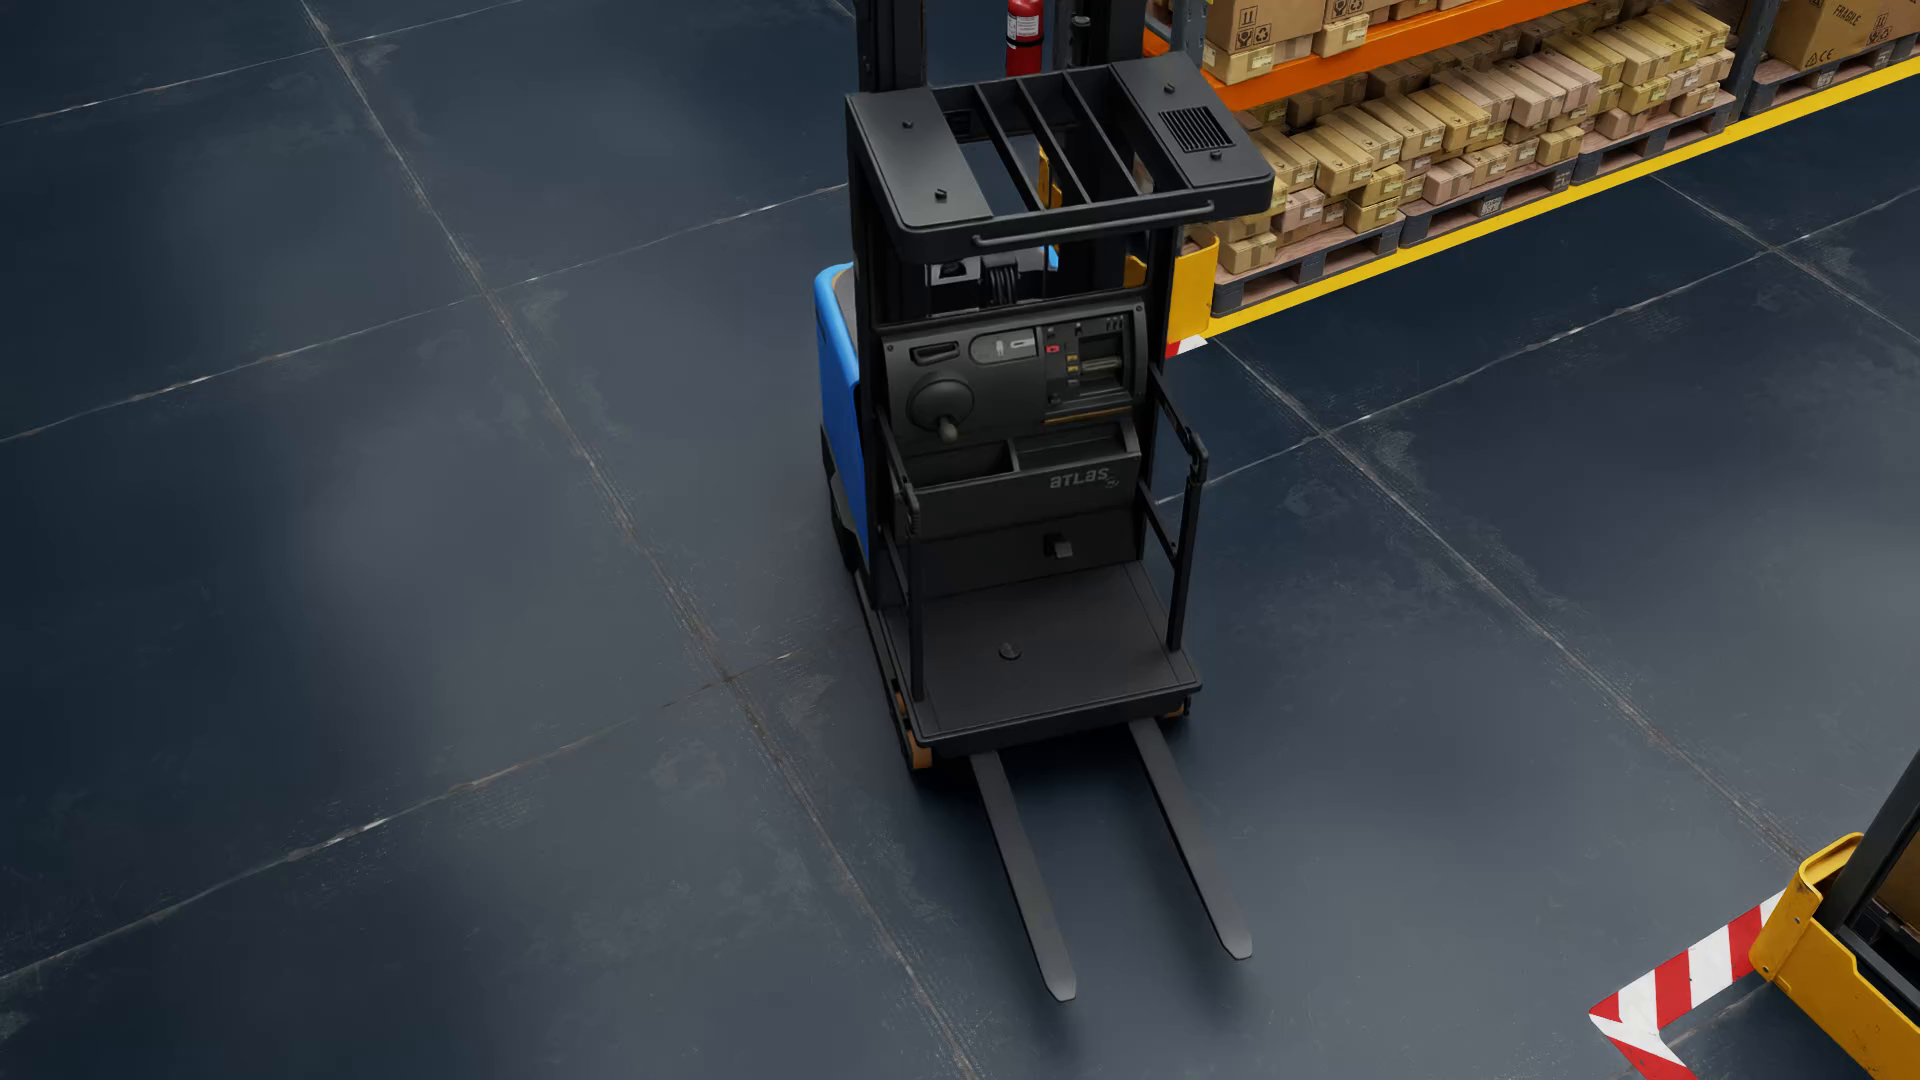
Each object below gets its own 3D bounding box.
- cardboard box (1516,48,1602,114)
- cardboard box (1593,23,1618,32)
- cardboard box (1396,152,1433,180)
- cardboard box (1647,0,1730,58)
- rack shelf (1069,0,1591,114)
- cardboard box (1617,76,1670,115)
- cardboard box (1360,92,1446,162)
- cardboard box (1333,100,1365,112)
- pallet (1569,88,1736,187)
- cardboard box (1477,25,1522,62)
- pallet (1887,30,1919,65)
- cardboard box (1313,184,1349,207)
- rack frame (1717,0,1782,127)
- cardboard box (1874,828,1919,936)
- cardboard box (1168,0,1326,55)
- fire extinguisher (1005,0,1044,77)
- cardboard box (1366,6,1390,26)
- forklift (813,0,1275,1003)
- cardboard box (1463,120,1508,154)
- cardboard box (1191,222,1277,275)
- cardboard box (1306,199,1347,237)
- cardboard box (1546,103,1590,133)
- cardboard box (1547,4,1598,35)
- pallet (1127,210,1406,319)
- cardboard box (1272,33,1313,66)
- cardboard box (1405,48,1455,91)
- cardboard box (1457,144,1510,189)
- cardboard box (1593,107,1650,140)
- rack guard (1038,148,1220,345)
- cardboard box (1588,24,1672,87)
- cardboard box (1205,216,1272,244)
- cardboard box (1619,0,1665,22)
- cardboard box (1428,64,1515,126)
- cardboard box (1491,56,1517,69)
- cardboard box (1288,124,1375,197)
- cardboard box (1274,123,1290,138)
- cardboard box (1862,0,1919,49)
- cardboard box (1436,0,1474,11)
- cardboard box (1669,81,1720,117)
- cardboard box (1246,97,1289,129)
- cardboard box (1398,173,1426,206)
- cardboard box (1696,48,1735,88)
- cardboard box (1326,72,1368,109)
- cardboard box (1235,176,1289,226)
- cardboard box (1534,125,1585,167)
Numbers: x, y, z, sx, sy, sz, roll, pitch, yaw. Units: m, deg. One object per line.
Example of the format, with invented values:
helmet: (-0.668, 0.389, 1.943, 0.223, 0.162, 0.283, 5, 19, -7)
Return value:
cardboard box: (3.179, -2.451, 8.869, 0.250, 0.149, 0.380, -24, 49, -23)
cardboard box: (3.576, -2.946, 9.593, 0.250, 0.149, 0.380, -21, 48, -21)
cardboard box: (2.232, -2.032, 8.651, 0.250, 0.149, 0.380, -24, 49, -23)
cardboard box: (4.046, -2.847, 9.277, 0.250, 0.149, 0.380, -20, 48, -20)
rack shelf: (2.491, -2.834, 8.463, 4.000, 0.370, 1.077, -22, 48, -21)
cardboard box: (3.658, -2.514, 9.148, 0.250, 0.149, 0.380, -23, 49, -22)
cardboard box: (2.260, -2.121, 8.530, 0.250, 0.149, 0.380, -20, 48, -19)
cardboard box: (1.964, -2.357, 8.986, 0.250, 0.149, 0.380, -21, 48, -20)
pallet: (3.660, -2.531, 9.636, 1.213, 0.211, 1.003, -22, 48, -21)
cardboard box: (2.884, -2.812, 9.242, 0.250, 0.149, 0.380, -21, 48, -20)
pallet: (5.958, -3.483, 10.616, 1.213, 0.211, 1.003, -22, 48, -21)
cardboard box: (1.772, -1.859, 8.473, 0.250, 0.149, 0.380, -21, 48, -20)
rack frame: (4.225, -3.786, 8.927, 0.127, 3.000, 1.000, -22, 48, -21)
cardboard box: (3.655, 0.973, 5.247, 0.875, 0.875, 0.875, -22, 48, -21)
cardboard box: (1.283, -2.530, 7.347, 0.500, 0.500, 0.500, -20, 47, -19)
fire extinguisher: (0.308, -2.428, 7.851, 0.183, 0.674, 0.296, -22, 48, -21)
cardboard box: (1.817, -2.570, 7.854, 0.250, 0.149, 0.380, -20, 47, -19)
forklift: (0.255, -0.488, 5.578, 1.130, 2.935, 3.031, -10, 45, -10)
cardboard box: (2.685, -2.239, 8.864, 0.250, 0.149, 0.380, -20, 47, -19)
cardboard box: (1.370, -1.515, 8.332, 0.250, 0.149, 0.380, -21, 48, -20)
cardboard box: (1.768, -1.745, 8.569, 0.250, 0.149, 0.380, -21, 48, -21)
cardboard box: (3.181, -2.386, 9.016, 0.250, 0.149, 0.380, -21, 48, -20)
cardboard box: (3.360, -2.956, 9.389, 0.250, 0.149, 0.380, -22, 48, -21)
pallet: (1.544, -1.685, 8.764, 1.213, 0.211, 1.003, -22, 48, -21)
cardboard box: (1.401, -2.336, 7.613, 0.250, 0.149, 0.380, -20, 48, -20)
cardboard box: (2.455, -2.606, 9.029, 0.250, 0.149, 0.380, -22, 48, -21)
cardboard box: (2.705, -2.059, 8.893, 0.250, 0.149, 0.380, -22, 48, -21)
cardboard box: (3.591, -2.402, 9.246, 0.250, 0.149, 0.380, -23, 49, -22)
rack guard: (0.822, -1.528, 8.395, 0.348, 0.500, 1.175, -22, 48, -21)
cardboard box: (3.632, -2.644, 9.068, 0.250, 0.149, 0.380, -22, 48, -21)
cardboard box: (1.339, -1.660, 8.268, 0.250, 0.149, 0.380, -20, 48, -19)
cardboard box: (3.823, -3.133, 9.572, 0.250, 0.149, 0.380, -20, 48, -19)
cardboard box: (2.682, -2.330, 8.745, 0.250, 0.149, 0.380, -22, 48, -21)
cardboard box: (2.897, -2.667, 9.305, 0.250, 0.149, 0.380, -20, 47, -19)
cardboard box: (1.841, -1.895, 8.296, 0.250, 0.149, 0.380, -22, 48, -21)
cardboard box: (1.522, -2.170, 8.793, 0.250, 0.149, 0.380, -24, 49, -23)
cardboard box: (5.456, -3.321, 9.941, 0.500, 0.500, 0.500, -20, 48, -19)
cardboard box: (2.293, -2.718, 8.006, 0.250, 0.149, 0.380, -23, 49, -22)
cardboard box: (4.055, -2.572, 9.421, 0.250, 0.149, 0.380, -21, 48, -20)
cardboard box: (1.497, -2.295, 8.709, 0.250, 0.149, 0.380, -23, 49, -22)
cardboard box: (2.218, -1.914, 8.743, 0.250, 0.149, 0.380, -22, 48, -21)
cardboard box: (4.110, -2.719, 9.360, 0.250, 0.149, 0.380, -21, 48, -20)
cardboard box: (1.958, -2.474, 8.893, 0.250, 0.149, 0.380, -20, 48, -20)
cardboard box: (1.380, -1.716, 8.112, 0.250, 0.149, 0.380, -24, 49, -23)
cardboard box: (3.157, -2.213, 9.051, 0.250, 0.149, 0.380, -22, 48, -21)
